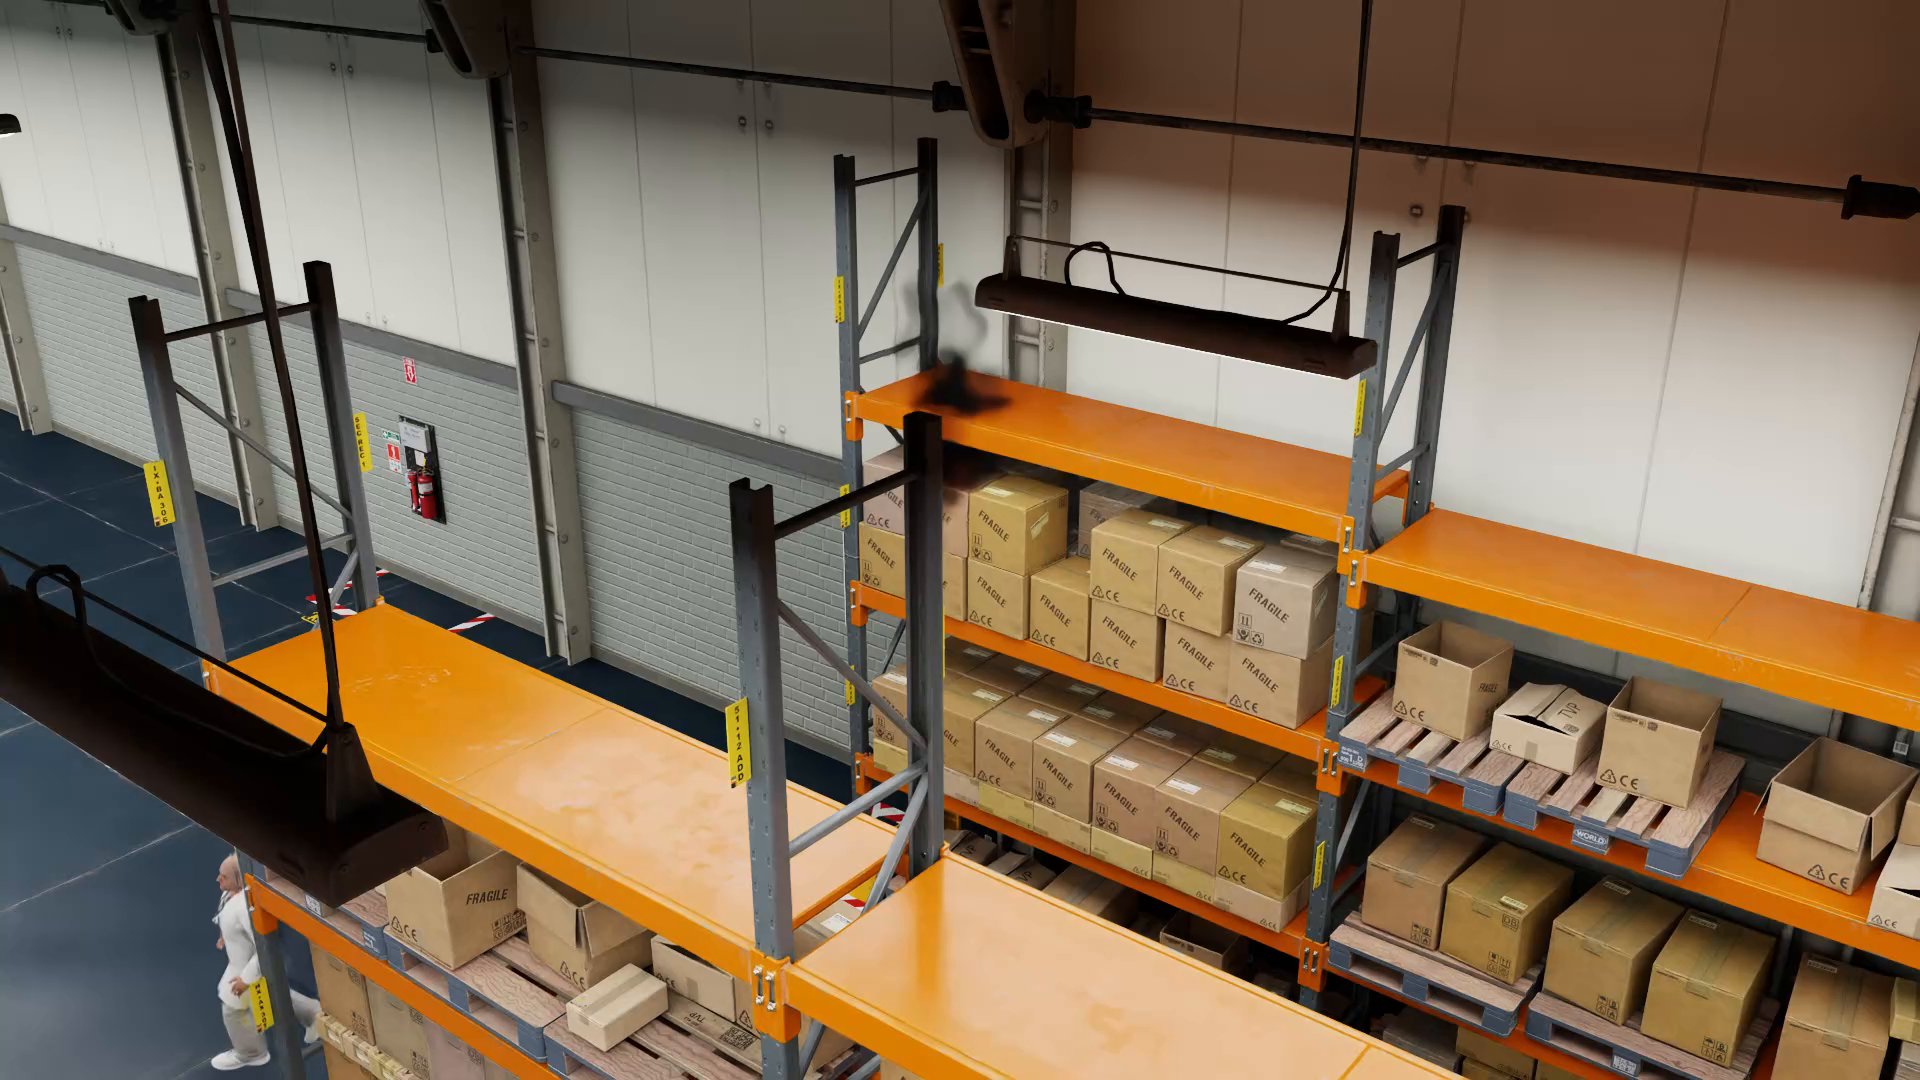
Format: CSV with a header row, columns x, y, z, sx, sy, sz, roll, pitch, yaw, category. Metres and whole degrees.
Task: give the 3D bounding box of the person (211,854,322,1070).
x,y,z,sx,sy,sz,roll,pitch,yaw,category
-4.638,2.810,10.960,0.823,1.785,0.768,-8,24,-19,person
